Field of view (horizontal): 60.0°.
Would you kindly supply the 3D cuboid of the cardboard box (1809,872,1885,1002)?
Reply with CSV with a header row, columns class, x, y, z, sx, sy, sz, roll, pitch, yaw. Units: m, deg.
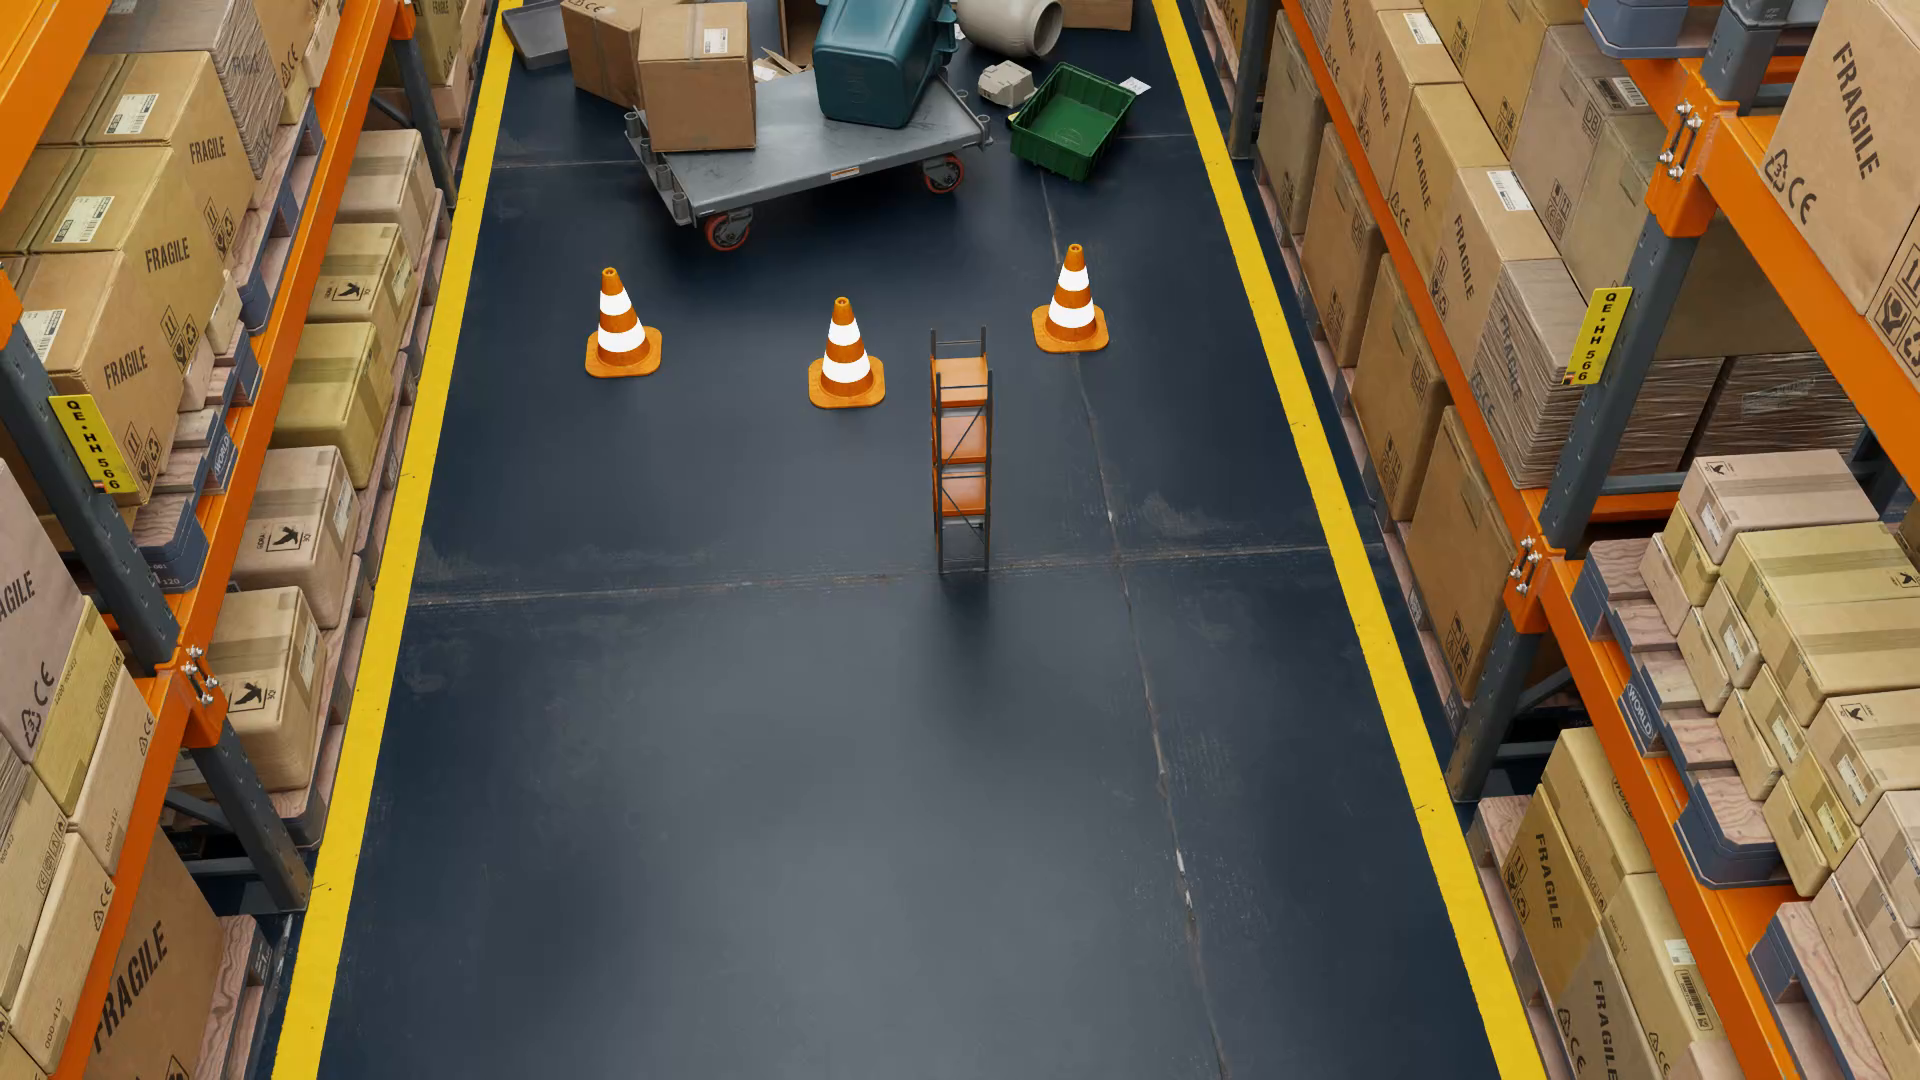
class,x,y,z,sx,sy,sz,roll,pitch,yaw
cardboard box,2.165,0.882,3.733,0.380,0.149,0.250,-2,47,-2

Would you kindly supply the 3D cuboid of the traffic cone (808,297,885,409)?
class,x,y,z,sx,sy,sz,roll,pitch,yaw
traffic cone,-0.505,-0.860,7.246,0.336,0.463,0.334,-3,47,-3

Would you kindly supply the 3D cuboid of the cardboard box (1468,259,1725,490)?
class,x,y,z,sx,sy,sz,roll,pitch,yaw
cardboard box,1.929,-0.517,5.105,0.500,0.500,0.500,-3,47,-3

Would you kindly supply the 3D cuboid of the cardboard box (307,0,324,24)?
class,x,y,z,sx,sy,sz,roll,pitch,yaw
cardboard box,-2.715,-2.295,6.295,0.500,0.500,0.500,-3,47,-3

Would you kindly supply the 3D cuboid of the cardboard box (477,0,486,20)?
class,x,y,z,sx,sy,sz,roll,pitch,yaw
cardboard box,-2.908,-3.105,9.229,0.500,0.250,0.500,-4,47,-4

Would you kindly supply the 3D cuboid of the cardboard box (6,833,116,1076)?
class,x,y,z,sx,sy,sz,roll,pitch,yaw
cardboard box,-2.330,0.971,3.868,0.500,0.250,0.500,-3,47,-3

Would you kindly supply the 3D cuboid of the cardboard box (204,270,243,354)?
class,x,y,z,sx,sy,sz,roll,pitch,yaw
cardboard box,-2.501,-0.711,5.241,0.380,0.149,0.250,-3,47,-3

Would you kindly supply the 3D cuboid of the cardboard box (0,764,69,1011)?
class,x,y,z,sx,sy,sz,roll,pitch,yaw
cardboard box,-2.349,0.786,3.698,0.500,0.250,0.500,-5,47,-4

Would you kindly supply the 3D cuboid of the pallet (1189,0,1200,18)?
class,x,y,z,sx,sy,sz,roll,pitch,yaw
pallet,1.809,-3.548,9.965,1.003,0.211,1.213,-3,47,-3

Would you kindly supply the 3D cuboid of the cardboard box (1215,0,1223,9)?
class,x,y,z,sx,sy,sz,roll,pitch,yaw
cardboard box,1.837,-3.592,9.260,0.875,0.875,0.875,-3,47,-3

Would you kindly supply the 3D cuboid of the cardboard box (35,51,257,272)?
class,x,y,z,sx,sy,sz,roll,pitch,yaw
cardboard box,-2.599,-1.180,5.239,0.500,0.500,0.500,-3,47,-3

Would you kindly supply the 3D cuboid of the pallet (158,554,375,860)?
class,x,y,z,sx,sy,sz,roll,pitch,yaw
pallet,-2.754,0.594,6.042,1.003,0.211,1.213,-3,47,-3

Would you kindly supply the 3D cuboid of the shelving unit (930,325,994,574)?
class,x,y,z,sx,sy,sz,roll,pitch,yaw
shelving unit,0.004,-0.322,6.332,0.215,1.050,0.252,-3,47,-3

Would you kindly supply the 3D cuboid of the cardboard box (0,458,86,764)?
class,x,y,z,sx,sy,sz,roll,pitch,yaw
cardboard box,-2.386,0.181,3.755,0.500,0.500,0.500,-5,47,-4

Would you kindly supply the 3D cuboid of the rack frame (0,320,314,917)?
class,x,y,z,sx,sy,sz,roll,pitch,yaw
rack frame,-2.690,0.201,4.494,1.000,3.000,0.127,-3,47,-3

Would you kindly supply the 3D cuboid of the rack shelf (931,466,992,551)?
class,x,y,z,sx,sy,sz,roll,pitch,yaw
rack shelf,0.004,-0.124,6.542,0.215,0.259,0.240,-3,47,-3

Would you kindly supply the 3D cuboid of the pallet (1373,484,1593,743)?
class,x,y,z,sx,sy,sz,roll,pitch,yaw
pallet,2.243,0.211,6.405,1.003,0.211,1.213,-3,47,-3

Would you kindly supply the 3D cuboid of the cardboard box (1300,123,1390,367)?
class,x,y,z,sx,sy,sz,roll,pitch,yaw
cardboard box,2.118,-1.296,7.172,1.050,0.750,0.750,-3,47,-3

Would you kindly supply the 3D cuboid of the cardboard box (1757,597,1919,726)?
class,x,y,z,sx,sy,sz,roll,pitch,yaw
cardboard box,2.121,0.282,3.891,0.380,0.149,0.250,-4,47,-4

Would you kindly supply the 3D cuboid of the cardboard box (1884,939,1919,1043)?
class,x,y,z,sx,sy,sz,roll,pitch,yaw
cardboard box,2.184,0.960,3.454,0.380,0.149,0.250,-4,47,-4

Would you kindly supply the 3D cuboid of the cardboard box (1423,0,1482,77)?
class,x,y,z,sx,sy,sz,roll,pitch,yaw
cardboard box,2.075,-1.983,5.805,0.700,0.500,0.500,-4,47,-4

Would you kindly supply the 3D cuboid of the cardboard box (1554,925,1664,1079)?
class,x,y,z,sx,sy,sz,roll,pitch,yaw
cardboard box,2.085,1.433,4.759,0.500,0.500,0.500,-3,47,-3

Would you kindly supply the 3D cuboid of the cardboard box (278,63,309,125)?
class,x,y,z,sx,sy,sz,roll,pitch,yaw
cardboard box,-2.635,-1.657,6.137,0.380,0.149,0.250,-4,47,-3

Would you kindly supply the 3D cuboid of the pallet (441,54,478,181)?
class,x,y,z,sx,sy,sz,roll,pitch,yaw
pallet,-3.116,-2.218,8.705,1.003,0.211,1.213,-3,47,-3

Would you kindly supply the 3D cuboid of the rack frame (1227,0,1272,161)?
class,x,y,z,sx,sy,sz,roll,pitch,yaw
rack frame,1.900,-3.067,7.589,1.000,3.000,0.127,-3,47,-3

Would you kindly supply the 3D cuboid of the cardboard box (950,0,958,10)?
class,x,y,z,sx,sy,sz,roll,pitch,yaw
cardboard box,-0.080,-3.259,9.653,0.396,0.266,0.258,4,47,4

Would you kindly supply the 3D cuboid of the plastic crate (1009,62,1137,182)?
class,x,y,z,sx,sy,sz,roll,pitch,yaw
plastic crate,0.580,-2.166,8.633,0.450,0.188,0.662,25,51,9

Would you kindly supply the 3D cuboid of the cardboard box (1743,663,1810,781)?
class,x,y,z,sx,sy,sz,roll,pitch,yaw
cardboard box,2.125,0.417,3.968,0.380,0.149,0.250,-5,47,-5

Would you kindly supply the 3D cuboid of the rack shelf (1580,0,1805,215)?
class,x,y,z,sx,sy,sz,roll,pitch,yaw
rack shelf,2.067,-2.404,5.391,1.077,0.370,4.000,-3,47,-3

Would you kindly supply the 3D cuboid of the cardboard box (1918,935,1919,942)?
class,x,y,z,sx,sy,sz,roll,pitch,yaw
cardboard box,2.192,0.861,3.342,0.380,0.149,0.250,-2,47,-2

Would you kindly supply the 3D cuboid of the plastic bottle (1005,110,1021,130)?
class,x,y,z,sx,sy,sz,roll,pitch,yaw
plastic bottle,0.373,-2.165,8.758,0.133,0.061,0.283,-27,52,-23

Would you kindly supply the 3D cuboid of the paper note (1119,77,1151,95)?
class,x,y,z,sx,sy,sz,roll,pitch,yaw
paper note,0.941,-2.478,9.075,0.147,0.020,0.142,-36,56,-29

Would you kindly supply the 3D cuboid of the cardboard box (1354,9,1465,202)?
class,x,y,z,sx,sy,sz,roll,pitch,yaw
cardboard box,1.800,-1.610,6.140,0.500,0.500,0.500,-3,47,-3

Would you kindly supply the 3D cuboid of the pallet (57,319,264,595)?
class,x,y,z,sx,sy,sz,roll,pitch,yaw
pallet,-2.856,-0.242,5.046,1.213,0.211,1.003,-3,47,-3

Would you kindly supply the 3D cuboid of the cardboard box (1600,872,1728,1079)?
class,x,y,z,sx,sy,sz,roll,pitch,yaw
cardboard box,2.093,1.165,4.497,0.500,0.250,0.500,-4,47,-4

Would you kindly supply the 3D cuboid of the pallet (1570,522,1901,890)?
class,x,y,z,sx,sy,sz,roll,pitch,yaw
pallet,2.400,0.402,4.435,1.213,0.211,1.003,-3,47,-3

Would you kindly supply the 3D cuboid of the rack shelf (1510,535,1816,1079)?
class,x,y,z,sx,sy,sz,roll,pitch,yaw
rack shelf,2.402,1.521,3.739,1.077,0.370,4.000,-3,47,-3

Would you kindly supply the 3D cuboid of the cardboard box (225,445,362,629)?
class,x,y,z,sx,sy,sz,roll,pitch,yaw
cardboard box,-2.797,0.017,6.188,0.950,0.372,0.625,-4,47,-4

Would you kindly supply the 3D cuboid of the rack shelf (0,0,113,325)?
class,x,y,z,sx,sy,sz,roll,pitch,yaw
rack shelf,-2.857,-2.030,5.036,1.077,0.370,4.000,-3,47,-3

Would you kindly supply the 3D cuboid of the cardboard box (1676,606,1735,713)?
class,x,y,z,sx,sy,sz,roll,pitch,yaw
cardboard box,2.093,0.299,4.285,0.380,0.149,0.250,-1,47,-1

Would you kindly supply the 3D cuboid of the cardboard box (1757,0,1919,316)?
class,x,y,z,sx,sy,sz,roll,pitch,yaw
cardboard box,2.017,-0.810,3.316,0.500,0.500,0.500,-3,47,-3

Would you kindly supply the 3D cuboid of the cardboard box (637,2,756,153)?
class,x,y,z,sx,sy,sz,roll,pitch,yaw
cardboard box,-1.253,-2.224,7.990,0.500,0.500,0.500,-3,47,-3

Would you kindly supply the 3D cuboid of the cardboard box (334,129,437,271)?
class,x,y,z,sx,sy,sz,roll,pitch,yaw
cardboard box,-2.978,-1.555,7.677,0.950,0.372,0.625,-3,47,-3

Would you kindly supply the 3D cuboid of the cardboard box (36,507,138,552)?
class,x,y,z,sx,sy,sz,roll,pitch,yaw
cardboard box,-2.532,-0.104,4.666,0.380,0.149,0.250,-6,47,-6

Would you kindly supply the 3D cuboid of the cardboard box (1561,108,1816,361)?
class,x,y,z,sx,sy,sz,roll,pitch,yaw
cardboard box,2.207,-0.877,4.757,0.700,0.500,0.500,-4,47,-4

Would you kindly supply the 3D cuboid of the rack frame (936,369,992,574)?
class,x,y,z,sx,sy,sz,roll,pitch,yaw
rack frame,0.015,-0.234,6.249,0.200,1.050,0.008,-3,47,-3

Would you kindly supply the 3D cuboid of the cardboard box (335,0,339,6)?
class,x,y,z,sx,sy,sz,roll,pitch,yaw
cardboard box,-2.702,-2.204,6.655,0.380,0.149,0.250,-5,47,-4
